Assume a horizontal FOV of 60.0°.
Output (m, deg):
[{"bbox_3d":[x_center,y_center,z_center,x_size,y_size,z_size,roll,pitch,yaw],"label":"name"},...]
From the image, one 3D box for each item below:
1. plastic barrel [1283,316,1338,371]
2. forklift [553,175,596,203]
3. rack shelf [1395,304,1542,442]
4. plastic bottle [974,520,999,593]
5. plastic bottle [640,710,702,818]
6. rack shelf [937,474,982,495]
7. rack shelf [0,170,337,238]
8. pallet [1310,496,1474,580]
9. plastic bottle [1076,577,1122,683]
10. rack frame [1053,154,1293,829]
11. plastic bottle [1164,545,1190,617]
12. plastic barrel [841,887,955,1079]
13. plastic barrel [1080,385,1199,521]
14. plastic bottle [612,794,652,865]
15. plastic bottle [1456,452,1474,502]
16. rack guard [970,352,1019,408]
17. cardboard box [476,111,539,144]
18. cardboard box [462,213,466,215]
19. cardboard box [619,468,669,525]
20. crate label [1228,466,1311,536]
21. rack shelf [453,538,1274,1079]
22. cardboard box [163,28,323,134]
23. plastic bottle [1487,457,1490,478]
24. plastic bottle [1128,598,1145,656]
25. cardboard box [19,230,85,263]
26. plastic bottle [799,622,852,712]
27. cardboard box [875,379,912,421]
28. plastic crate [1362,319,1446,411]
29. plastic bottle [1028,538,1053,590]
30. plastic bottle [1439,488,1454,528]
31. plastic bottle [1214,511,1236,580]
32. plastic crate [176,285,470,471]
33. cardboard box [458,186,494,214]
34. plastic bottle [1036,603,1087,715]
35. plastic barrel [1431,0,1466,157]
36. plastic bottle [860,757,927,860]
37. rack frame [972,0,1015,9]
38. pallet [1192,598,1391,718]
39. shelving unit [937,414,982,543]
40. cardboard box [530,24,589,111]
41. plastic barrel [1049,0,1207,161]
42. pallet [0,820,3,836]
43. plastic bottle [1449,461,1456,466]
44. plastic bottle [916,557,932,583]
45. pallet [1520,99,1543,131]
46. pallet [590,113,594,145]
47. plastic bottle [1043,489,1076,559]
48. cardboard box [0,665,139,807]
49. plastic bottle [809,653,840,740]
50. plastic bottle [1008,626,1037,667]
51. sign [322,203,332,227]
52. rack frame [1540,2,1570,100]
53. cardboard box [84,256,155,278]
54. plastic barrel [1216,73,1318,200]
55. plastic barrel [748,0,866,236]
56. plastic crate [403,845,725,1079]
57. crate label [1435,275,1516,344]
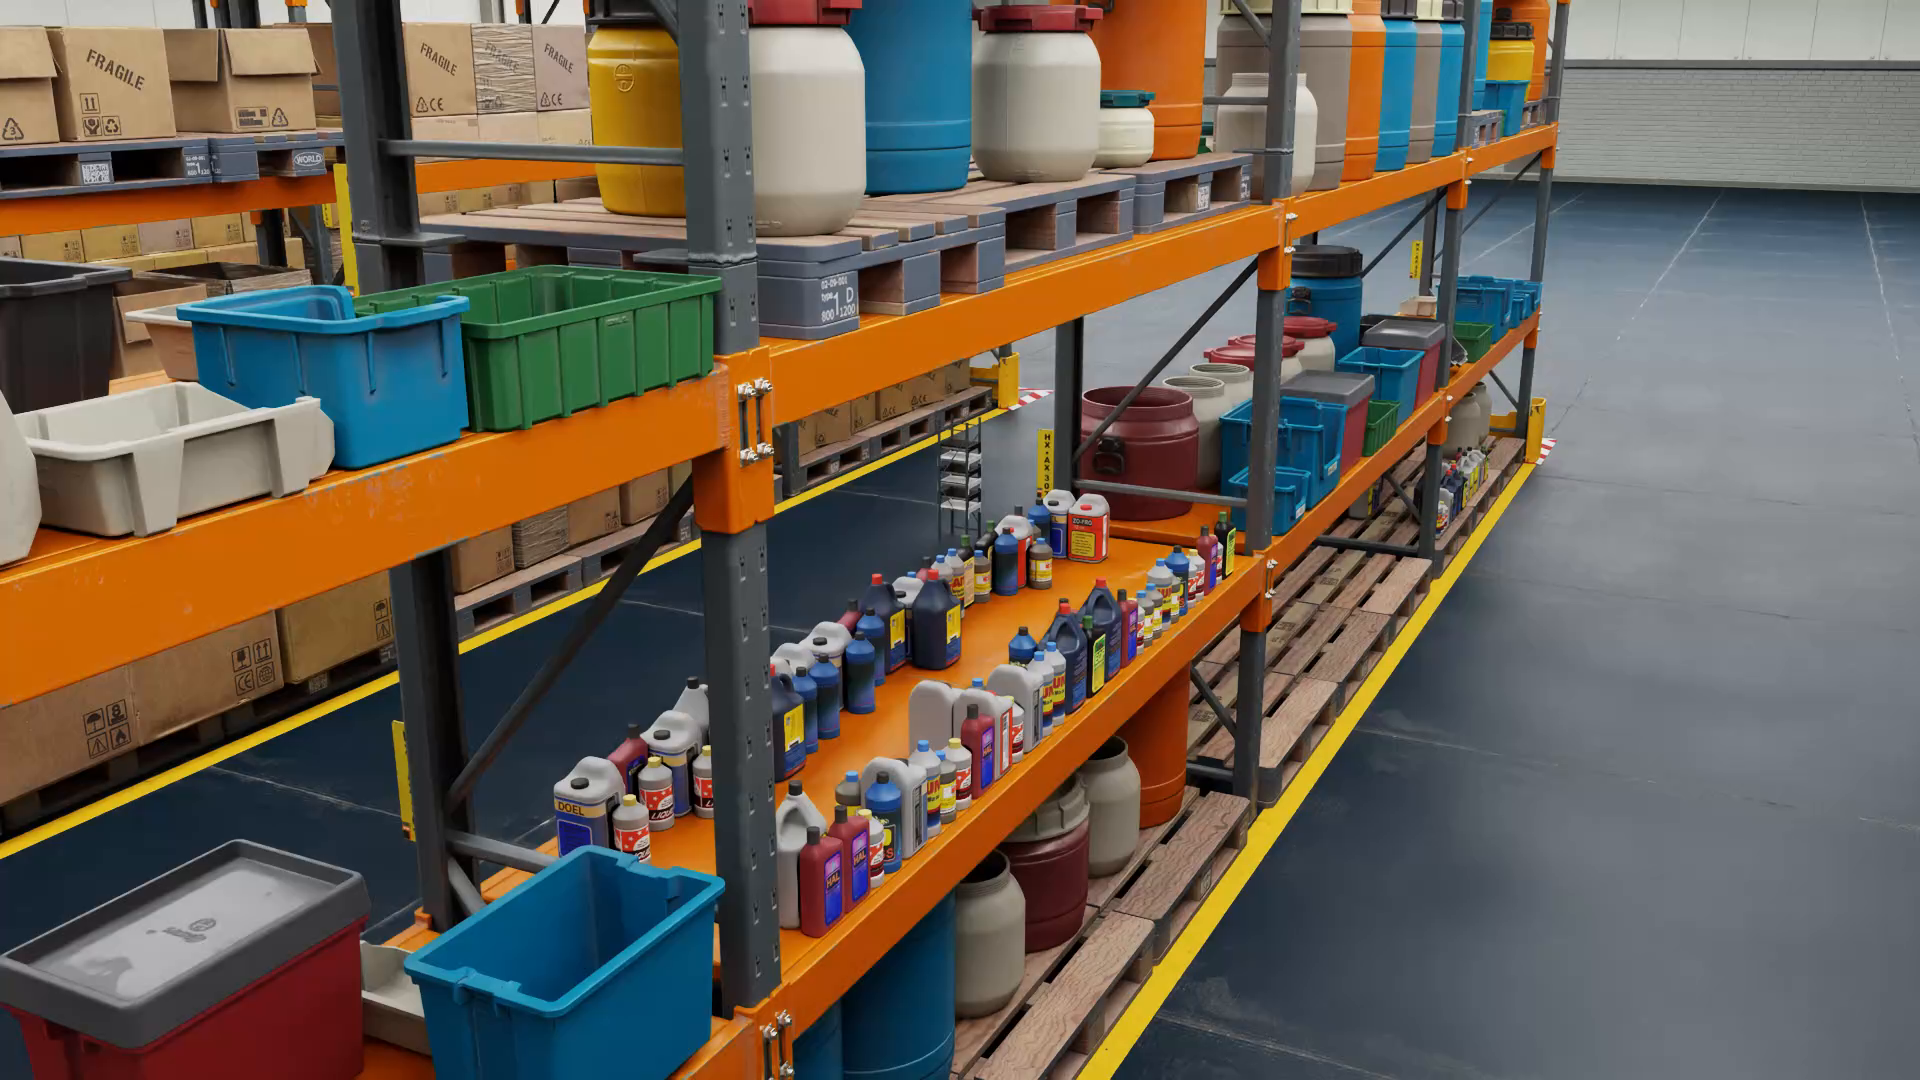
[{"bbox_3d":[2.062,-1.069,10.116,0.433,0.535,0.433,0,17,0],"label":"plastic barrel"},{"bbox_3d":[-3.339,-2.428,15.051,1.130,2.935,3.031,8,18,26],"label":"forklift"},{"bbox_3d":[3.579,-1.384,12.679,1.077,0.370,4.000,8,18,25],"label":"rack shelf"},{"bbox_3d":[0.108,0.071,6.723,0.061,0.283,0.133,8,18,25],"label":"plastic bottle"},{"bbox_3d":[-0.839,0.643,4.808,0.152,0.276,0.135,8,18,25],"label":"plastic bottle"},{"bbox_3d":[-0.004,-0.397,11.899,0.258,0.077,0.200,8,18,25],"label":"rack shelf"},{"bbox_3d":[-4.427,-1.414,7.513,1.077,0.370,4.000,8,18,25],"label":"rack shelf"},{"bbox_3d":[3.023,-0.048,11.817,1.003,0.211,1.213,8,18,25],"label":"pallet"},{"bbox_3d":[0.480,0.307,5.810,0.144,0.351,0.185,8,18,25],"label":"plastic bottle"},{"bbox_3d":[0.898,-0.200,7.431,1.000,3.000,0.127,8,18,25],"label":"rack frame"},{"bbox_3d":[0.841,0.154,6.464,0.097,0.271,0.097,0,17,0],"label":"plastic bottle"},{"bbox_3d":[-0.315,1.306,5.306,0.600,0.901,0.708,8,18,25],"label":"plastic barrel"},{"bbox_3d":[0.834,-0.422,7.939,0.600,0.536,0.708,8,18,25],"label":"plastic barrel"},{"bbox_3d":[-0.883,0.783,4.468,0.097,0.201,0.097,0,17,0],"label":"plastic bottle"},{"bbox_3d":[3.692,-0.470,12.217,0.144,0.351,0.185,8,18,25],"label":"plastic bottle"},{"bbox_3d":[0.008,-1.651,16.704,1.175,0.500,0.348,8,18,25],"label":"rack guard"},{"bbox_3d":[-2.865,-2.415,9.881,0.500,0.250,0.500,9,19,27],"label":"cardboard box"},{"bbox_3d":[-5.264,-3.087,16.886,0.875,0.550,0.500,8,18,25],"label":"cardboard box"},{"bbox_3d":[-2.519,-0.447,11.878,0.700,0.500,0.500,6,18,21],"label":"cardboard box"},{"bbox_3d":[1.422,-0.180,7.656,0.303,0.233,0.416,8,18,25],"label":"crate label"},{"bbox_3d":[0.004,0.654,5.818,1.077,0.370,4.000,8,18,25],"label":"rack shelf"},{"bbox_3d":[-3.741,-2.355,8.497,0.797,0.503,0.637,9,19,29],"label":"cardboard box"},{"bbox_3d":[4.044,-0.584,12.865,0.097,0.201,0.097,0,17,0],"label":"plastic bottle"},{"bbox_3d":[0.623,0.311,6.056,0.097,0.201,0.097,0,17,0],"label":"plastic bottle"},{"bbox_3d":[-7.263,-2.388,12.863,0.700,0.500,0.500,8,18,25],"label":"cardboard box"},{"bbox_3d":[-0.450,0.421,5.555,0.152,0.276,0.135,8,18,25],"label":"plastic bottle"},{"bbox_3d":[-0.785,-1.401,15.125,0.500,0.500,0.500,10,19,30],"label":"cardboard box"},{"bbox_3d":[2.743,-1.088,10.306,0.402,0.464,0.583,8,18,25],"label":"plastic crate"},{"bbox_3d":[0.329,0.093,6.792,0.097,0.201,0.097,0,17,0],"label":"plastic bottle"},{"bbox_3d":[3.340,-0.236,11.561,0.152,0.276,0.135,9,19,27],"label":"plastic bottle"},{"bbox_3d":[1.099,0.013,6.918,0.061,0.283,0.133,8,18,25],"label":"plastic bottle"},{"bbox_3d":[-1.011,-0.267,2.680,0.416,0.233,0.300,8,18,25],"label":"plastic crate"},{"bbox_3d":[-5.206,-3.596,16.704,0.875,0.550,0.500,8,18,25],"label":"cardboard box"},{"bbox_3d":[0.338,0.388,5.537,0.144,0.351,0.185,8,18,25],"label":"plastic bottle"},{"bbox_3d":[2.652,-2.740,9.834,0.600,0.901,0.708,8,18,25],"label":"plastic barrel"},{"bbox_3d":[-0.178,0.715,4.566,0.152,0.276,0.135,8,18,25],"label":"plastic bottle"},{"bbox_3d":[0.042,-5.744,15.559,1.000,3.000,0.127,8,18,25],"label":"rack frame"},{"bbox_3d":[1.825,0.634,9.518,1.003,0.211,1.213,8,18,25],"label":"pallet"},{"bbox_3d":[-0.004,-0.429,11.889,0.258,0.900,0.210,8,18,25],"label":"shelving unit"},{"bbox_3d":[-2.645,-2.901,10.201,0.500,0.500,0.500,8,18,24],"label":"cardboard box"},{"bbox_3d":[0.642,-1.901,6.398,0.600,0.830,0.708,8,18,25],"label":"plastic barrel"},{"bbox_3d":[-5.043,1.319,7.213,1.003,0.211,1.213,8,18,25],"label":"pallet"},{"bbox_3d":[3.725,-0.499,12.579,0.097,0.201,0.097,0,17,0],"label":"plastic bottle"},{"bbox_3d":[-0.142,0.213,6.244,0.061,0.283,0.133,8,18,25],"label":"plastic bottle"},{"bbox_3d":[4.016,-3.387,13.224,1.003,0.211,1.213,8,18,25],"label":"pallet"},{"bbox_3d":[-2.577,-2.789,11.208,1.213,0.211,1.003,8,18,25],"label":"pallet"},{"bbox_3d":[0.415,-0.072,7.216,0.152,0.276,0.135,8,18,25],"label":"plastic bottle"},{"bbox_3d":[-4.654,0.612,7.689,1.225,0.875,0.875,7,18,23],"label":"cardboard box"},{"bbox_3d":[-0.434,0.494,5.319,0.097,0.271,0.097,0,17,0],"label":"plastic bottle"},{"bbox_3d":[0.210,0.422,5.562,0.097,0.271,0.097,0,17,0],"label":"plastic bottle"},{"bbox_3d":[-5.648,-2.957,14.817,0.100,0.325,0.005,8,18,25],"label":"sign"},{"bbox_3d":[4.473,-5.114,13.438,1.000,3.000,0.127,8,18,25],"label":"rack frame"},{"bbox_3d":[-6.808,-2.000,13.315,0.500,0.500,0.500,8,18,25],"label":"cardboard box"},{"bbox_3d":[1.311,-1.732,7.123,0.421,0.512,0.421,0,17,0],"label":"plastic barrel"},{"bbox_3d":[-0.430,-0.988,3.839,0.433,0.535,0.433,0,17,0],"label":"plastic barrel"},{"bbox_3d":[-0.793,0.960,3.448,0.392,0.384,0.575,8,18,25],"label":"plastic crate"},{"bbox_3d":[3.892,-1.752,12.592,0.502,0.435,0.616,8,18,25],"label":"crate label"}]
